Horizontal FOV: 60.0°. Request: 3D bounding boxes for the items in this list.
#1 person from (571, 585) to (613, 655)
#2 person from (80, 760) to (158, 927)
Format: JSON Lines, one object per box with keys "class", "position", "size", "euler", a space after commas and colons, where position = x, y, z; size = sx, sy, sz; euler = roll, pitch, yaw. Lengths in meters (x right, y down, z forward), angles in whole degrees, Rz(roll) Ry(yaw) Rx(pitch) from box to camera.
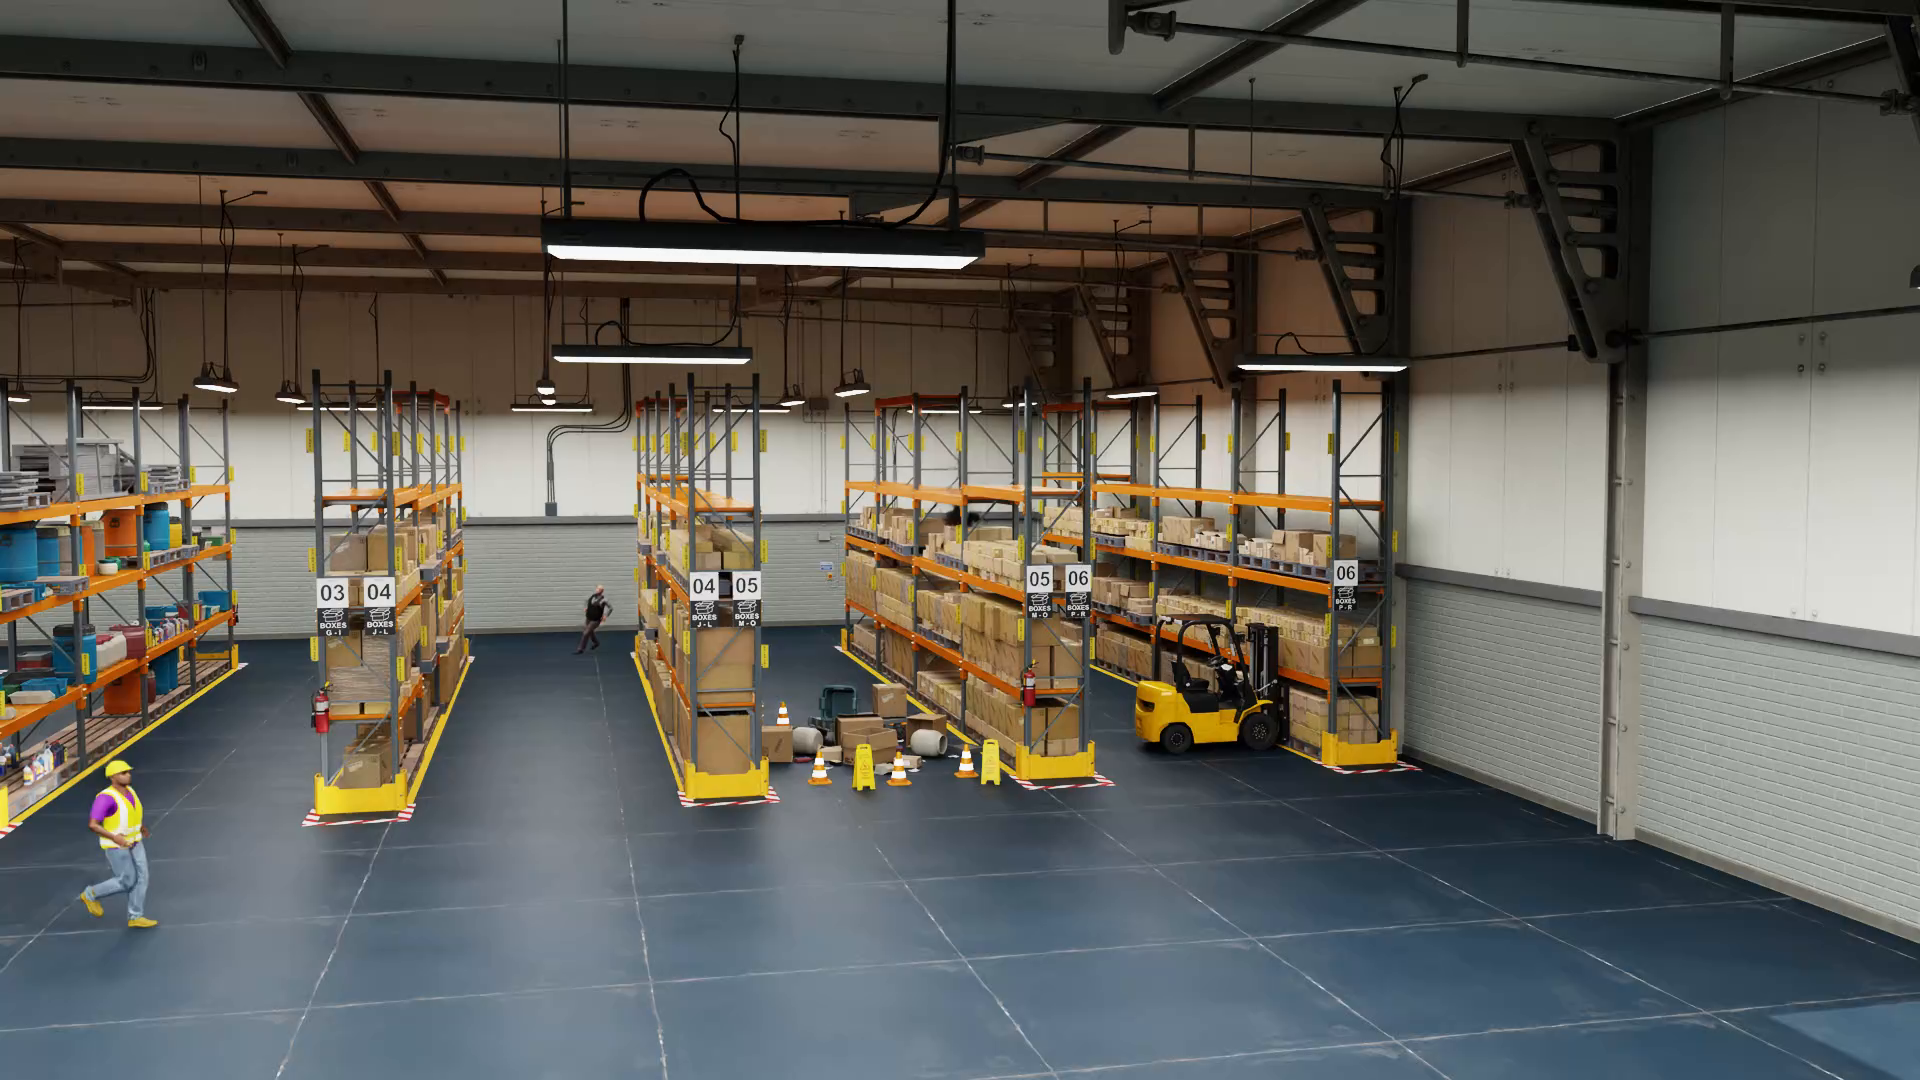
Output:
{"class": "person", "position": [-8.835, 1.888, 39.636], "size": [0.911, 1.639, 0.833], "euler": [-2, 4, -33]}
{"class": "person", "position": [-8.682, 3.138, 17.189], "size": [0.782, 1.735, 0.718], "euler": [0, 3, 7]}
